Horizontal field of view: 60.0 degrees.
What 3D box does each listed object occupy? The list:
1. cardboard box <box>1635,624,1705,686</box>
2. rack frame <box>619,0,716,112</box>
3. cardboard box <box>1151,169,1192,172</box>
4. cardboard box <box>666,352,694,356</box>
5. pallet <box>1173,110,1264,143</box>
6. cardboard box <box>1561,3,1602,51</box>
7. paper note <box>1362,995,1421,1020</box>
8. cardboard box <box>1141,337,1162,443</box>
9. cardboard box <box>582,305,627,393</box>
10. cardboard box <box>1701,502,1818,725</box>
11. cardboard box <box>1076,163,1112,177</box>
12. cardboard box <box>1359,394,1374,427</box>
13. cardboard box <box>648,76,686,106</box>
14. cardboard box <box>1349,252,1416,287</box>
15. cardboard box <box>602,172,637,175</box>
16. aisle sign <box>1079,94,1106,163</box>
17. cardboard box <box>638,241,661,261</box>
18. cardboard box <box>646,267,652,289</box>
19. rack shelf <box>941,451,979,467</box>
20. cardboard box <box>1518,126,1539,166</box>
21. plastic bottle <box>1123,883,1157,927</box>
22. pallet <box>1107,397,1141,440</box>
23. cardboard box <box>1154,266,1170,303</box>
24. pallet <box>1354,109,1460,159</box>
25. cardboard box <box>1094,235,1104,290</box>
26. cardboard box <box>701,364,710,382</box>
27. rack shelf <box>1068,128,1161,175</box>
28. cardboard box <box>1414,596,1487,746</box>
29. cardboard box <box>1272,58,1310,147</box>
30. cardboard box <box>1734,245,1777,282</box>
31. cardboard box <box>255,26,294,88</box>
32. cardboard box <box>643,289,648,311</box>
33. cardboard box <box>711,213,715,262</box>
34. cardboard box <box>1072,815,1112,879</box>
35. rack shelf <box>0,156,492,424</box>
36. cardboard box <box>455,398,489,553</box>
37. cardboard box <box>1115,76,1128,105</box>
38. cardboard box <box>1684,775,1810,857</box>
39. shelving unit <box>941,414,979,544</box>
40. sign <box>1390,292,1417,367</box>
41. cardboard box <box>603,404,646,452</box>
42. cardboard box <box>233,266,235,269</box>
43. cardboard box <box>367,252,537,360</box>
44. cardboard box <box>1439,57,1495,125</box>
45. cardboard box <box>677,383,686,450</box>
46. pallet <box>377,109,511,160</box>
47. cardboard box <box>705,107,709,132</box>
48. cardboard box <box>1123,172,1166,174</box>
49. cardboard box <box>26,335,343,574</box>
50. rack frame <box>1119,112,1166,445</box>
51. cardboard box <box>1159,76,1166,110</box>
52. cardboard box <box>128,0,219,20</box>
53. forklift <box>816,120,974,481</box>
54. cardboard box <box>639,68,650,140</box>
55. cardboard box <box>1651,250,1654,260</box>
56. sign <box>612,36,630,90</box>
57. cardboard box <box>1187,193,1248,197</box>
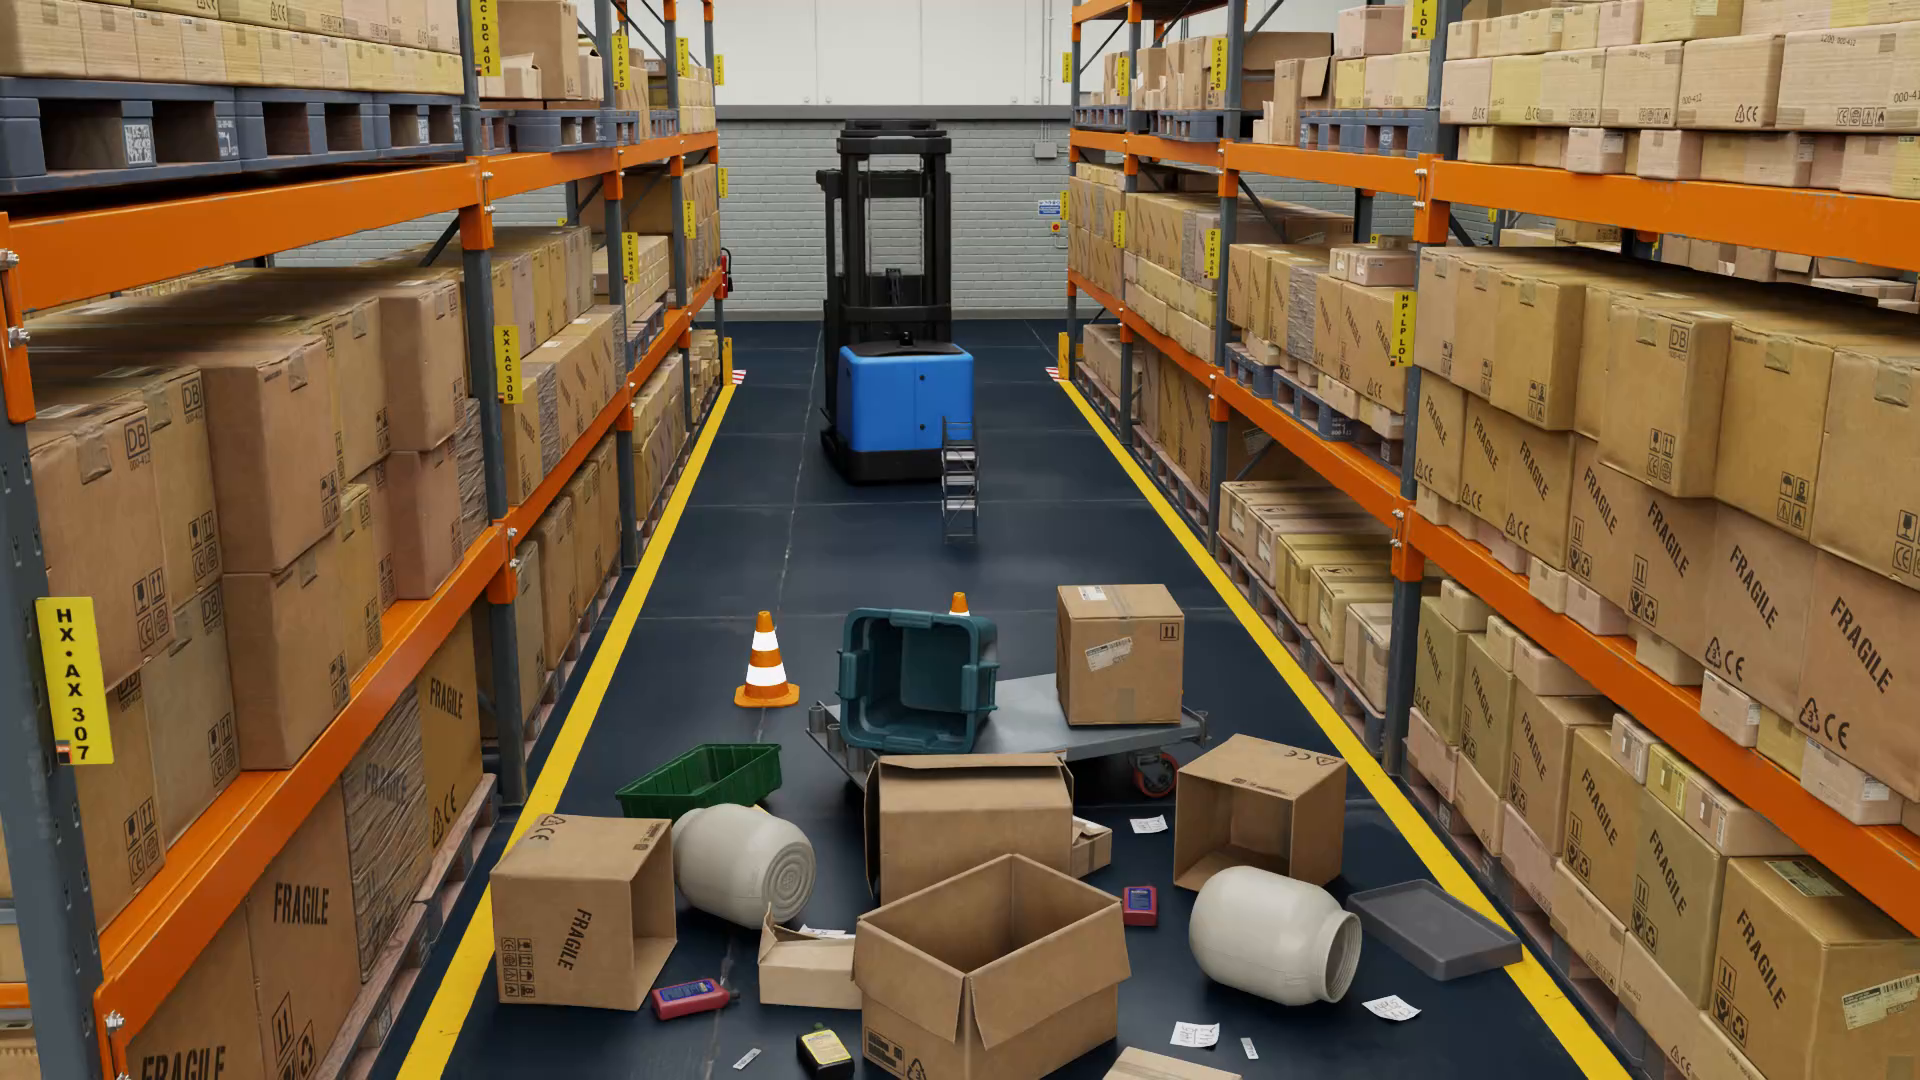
[{"bbox_3d":[2.351,0.341,5.185,0.380,0.149,0.250,-1,14,-4],"label":"cardboard box"},{"bbox_3d":[-3.188,-6.157,17.896,1.000,3.000,0.127,-1,14,-3],"label":"rack frame"},{"bbox_3d":[2.104,-3.604,16.506,0.380,0.149,0.250,-1,14,-4],"label":"cardboard box"},{"bbox_3d":[-2.850,-1.783,16.623,0.380,0.149,0.250,-1,15,-6],"label":"cardboard box"},{"bbox_3d":[2.149,-2.884,11.574,1.213,0.211,1.003,0,14,-1],"label":"pallet"},{"bbox_3d":[2.291,-1.746,5.676,0.380,0.149,0.250,-1,14,-5],"label":"cardboard box"},{"bbox_3d":[1.486,1.606,5.721,0.142,0.019,0.148,-6,16,-23],"label":"paper note"},{"bbox_3d":[2.112,-1.380,14.790,0.875,0.875,0.875,0,14,-2],"label":"cardboard box"},{"bbox_3d":[-2.397,-1.202,10.479,0.500,0.500,0.500,-1,14,-3],"label":"cardboard box"},{"bbox_3d":[2.402,0.178,4.515,0.500,0.500,0.500,-1,14,-3],"label":"cardboard box"},{"bbox_3d":[1.492,-4.107,18.461,0.380,0.149,0.250,-1,14,-2],"label":"cardboard box"},{"bbox_3d":[2.183,-0.640,8.155,0.380,0.149,0.250,-1,14,-5],"label":"cardboard box"},{"bbox_3d":[-2.731,-4.002,14.839,0.500,0.250,0.500,0,14,-2],"label":"cardboard box"},{"bbox_3d":[2.180,-1.361,8.354,0.380,0.149,0.250,-1,14,-5],"label":"cardboard box"},{"bbox_3d":[-3.277,-3.175,15.541,0.500,0.500,0.500,-1,14,-5],"label":"cardboard box"},{"bbox_3d":[1.452,-4.625,18.766,0.394,0.787,0.004,-1,14,-3],"label":"aisle sign"},{"bbox_3d":[-2.689,-2.399,13.796,0.380,0.149,0.250,-1,14,-5],"label":"cardboard box"},{"bbox_3d":[-2.633,-2.059,13.072,0.380,0.149,0.250,-1,14,-3],"label":"cardboard box"},{"bbox_3d":[0.000,-0.580,11.886,0.258,0.077,0.200,-1,14,-3],"label":"rack shelf"},{"bbox_3d":[2.350,-1.492,6.291,0.380,0.149,0.250,-1,14,-3],"label":"cardboard box"},{"bbox_3d":[0.698,1.404,6.445,0.133,0.061,0.283,2,15,6],"label":"plastic bottle"},{"bbox_3d":[2.025,-1.198,16.259,1.003,0.211,1.213,-1,14,-3],"label":"pallet"},{"bbox_3d":[1.838,-2.033,13.206,0.500,0.250,0.500,-1,14,-5],"label":"cardboard box"},{"bbox_3d":[2.557,-1.885,7.692,1.213,0.211,1.003,-1,14,-3],"label":"pallet"},{"bbox_3d":[1.627,-2.771,16.574,0.500,0.500,0.500,-1,14,-4],"label":"cardboard box"},{"bbox_3d":[-2.750,-1.701,16.901,0.380,0.149,0.250,-1,14,-3],"label":"cardboard box"},{"bbox_3d":[1.870,-3.960,16.821,1.077,0.370,4.000,-1,14,-3],"label":"rack shelf"},{"bbox_3d":[2.256,0.547,7.049,0.500,0.500,0.500,0,14,-1],"label":"cardboard box"},{"bbox_3d":[2.290,-2.629,10.002,0.700,0.500,0.500,-1,14,-3],"label":"cardboard box"},{"bbox_3d":[6.835,-2.240,13.668,0.700,0.500,0.500,-1,14,-4],"label":"cardboard box"},{"bbox_3d":[-1.977,-1.259,4.341,0.380,0.149,0.250,-1,14,-4],"label":"cardboard box"},{"bbox_3d":[-2.618,-1.852,12.867,0.380,0.149,0.250,-1,14,-5],"label":"cardboard box"},{"bbox_3d":[-2.877,-3.208,17.677,0.500,0.500,0.500,-1,14,-4],"label":"cardboard box"},{"bbox_3d":[0.398,1.191,6.863,0.258,0.266,0.396,-13,20,-42],"label":"cardboard box"},{"bbox_3d":[-2.321,-0.874,4.827,1.077,0.370,4.000,-1,14,-3],"label":"rack shelf"},{"bbox_3d":[-2.410,-0.248,6.670,0.875,0.550,0.550,-1,14,-3],"label":"cardboard box"},{"bbox_3d":[1.635,-4.151,15.348,0.396,0.266,0.258,0,14,-2],"label":"cardboard box"},{"bbox_3d":[2.338,0.792,4.798,0.380,0.149,0.250,0,14,-2],"label":"cardboard box"},{"bbox_3d":[0.000,-0.438,11.922,0.258,0.900,0.210,-1,14,-3],"label":"shelving unit"},{"bbox_3d":[1.936,-0.920,7.258,0.100,0.325,0.005,-1,14,-3],"label":"sign"},{"bbox_3d":[-2.494,-0.793,11.757,0.500,0.250,0.500,-2,15,-6],"label":"cardboard box"},{"bbox_3d":[-7.748,-2.805,17.414,0.380,0.149,0.250,-1,14,-2],"label":"cardboard box"},{"bbox_3d":[-2.546,-1.177,8.372,0.700,0.500,0.500,-1,14,-3],"label":"cardboard box"},{"bbox_3d":[2.243,-1.779,6.605,0.500,0.250,0.500,-1,14,-5],"label":"cardboard box"},{"bbox_3d":[-2.643,-1.069,14.336,0.500,0.500,0.500,-1,14,-5],"label":"cardboard box"},{"bbox_3d":[-2.551,-1.854,7.578,0.805,0.209,1.217,-1,15,-6],"label":"pallet"},{"bbox_3d":[-2.840,-4.272,16.892,0.500,0.250,0.500,0,14,-1],"label":"cardboard box"},{"bbox_3d":[1.743,-3.406,15.735,0.380,0.149,0.250,-1,14,-3],"label":"cardboard box"},{"bbox_3d":[-2.207,-0.237,4.461,0.875,0.550,0.550,-1,14,-3],"label":"cardboard box"},{"bbox_3d":[1.994,-2.358,15.172,1.000,3.000,0.127,-1,14,-3],"label":"rack frame"},{"bbox_3d":[1.758,-3.489,12.975,0.396,0.266,0.258,0,14,1],"label":"cardboard box"},{"bbox_3d":[-2.003,-1.298,3.694,0.500,0.250,0.500,-1,14,-4],"label":"cardboard box"},{"bbox_3d":[-0.670,-2.228,14.804,1.130,2.935,3.031,-3,15,-11],"label":"forklift"},{"bbox_3d":[-2.537,-3.158,12.058,0.500,0.500,0.500,-1,14,-3],"label":"cardboard box"},{"bbox_3d":[6.673,-2.630,15.932,0.500,0.250,0.500,-1,14,-2],"label":"cardboard box"},{"bbox_3d":[-2.138,-3.010,10.488,0.100,0.325,0.005,-1,14,-3],"label":"sign"},{"bbox_3d":[2.272,-2.784,14.618,0.500,0.500,0.500,0,14,-2],"label":"cardboard box"}]
